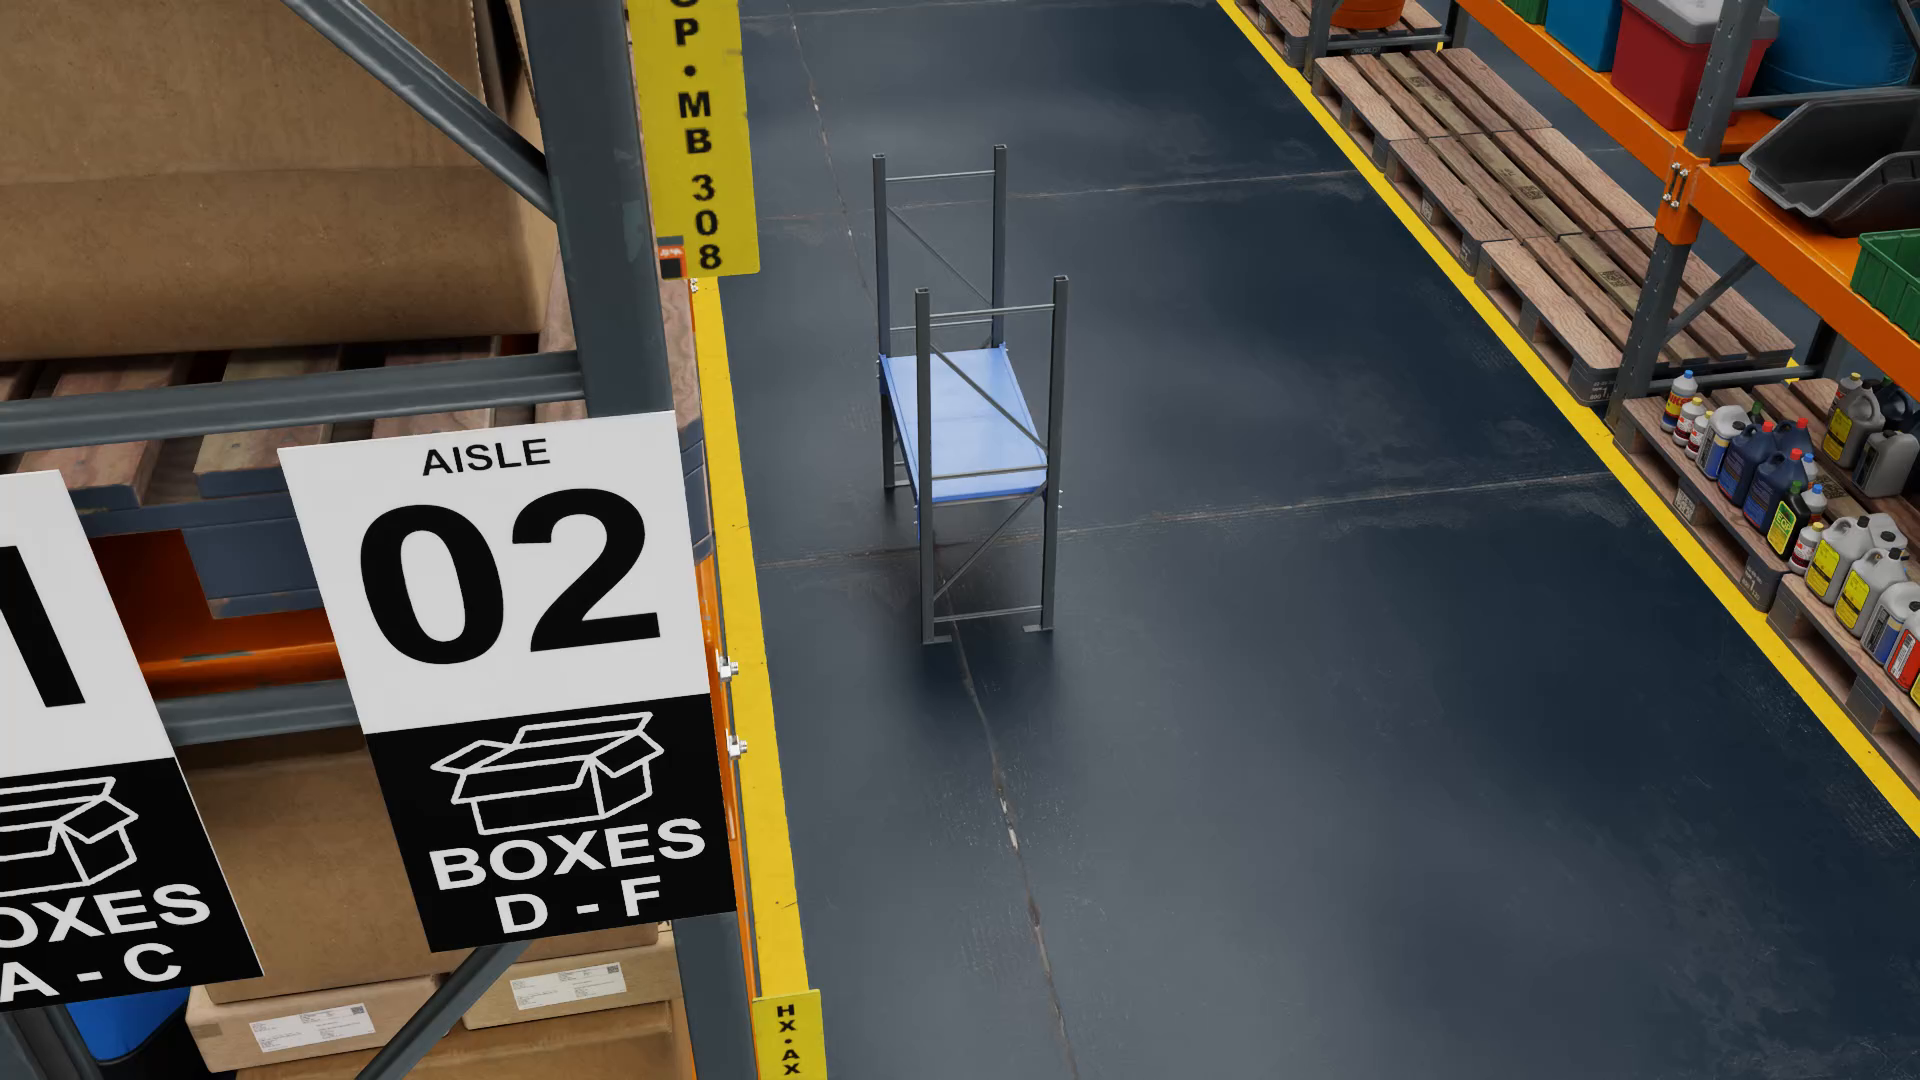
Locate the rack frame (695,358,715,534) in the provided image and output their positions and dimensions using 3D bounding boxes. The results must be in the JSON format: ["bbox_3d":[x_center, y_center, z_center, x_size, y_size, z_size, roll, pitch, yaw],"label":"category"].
[{"bbox_3d":[-1.502,-1.197,5.845,1.000,3.000,0.127,-6,38,-8],"label":"rack frame"}]

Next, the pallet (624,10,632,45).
[{"bbox_3d":[-1.117,-1.099,3.346,1.003,0.211,1.213,-6,38,-8],"label":"pallet"}]

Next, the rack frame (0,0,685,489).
[{"bbox_3d":[-0.801,-1.150,0.895,1.000,3.000,0.127,-6,38,-8],"label":"rack frame"}]

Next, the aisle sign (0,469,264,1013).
[{"bbox_3d":[-1.079,0.264,1.846,0.394,0.787,0.004,-6,38,-8],"label":"aisle sign"}]

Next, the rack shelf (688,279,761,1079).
[{"bbox_3d":[-1.152,0.295,4.511,1.077,0.370,4.000,-6,38,-8],"label":"rack shelf"}]

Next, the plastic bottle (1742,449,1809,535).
[{"bbox_3d":[3.141,-0.209,6.374,0.144,0.351,0.185,-8,39,-10],"label":"plastic bottle"}]

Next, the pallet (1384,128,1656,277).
[{"bbox_3d":[2.982,-1.835,8.939,1.003,0.211,1.213,-6,38,-8],"label":"pallet"}]

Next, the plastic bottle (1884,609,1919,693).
[{"bbox_3d":[3.305,0.373,5.686,0.152,0.276,0.135,-6,38,-8],"label":"plastic bottle"}]

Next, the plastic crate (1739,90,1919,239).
[{"bbox_3d":[3.341,-1.373,6.123,0.767,0.338,0.504,-6,38,-8],"label":"plastic crate"}]

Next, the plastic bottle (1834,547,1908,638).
[{"bbox_3d":[3.248,0.160,5.899,0.144,0.351,0.185,-5,38,-6],"label":"plastic bottle"}]

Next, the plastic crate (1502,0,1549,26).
[{"bbox_3d":[2.792,-2.665,7.908,0.450,0.188,0.662,-6,38,-8],"label":"plastic crate"}]

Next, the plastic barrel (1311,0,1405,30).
[{"bbox_3d":[2.571,-3.746,10.553,0.600,0.830,0.708,-6,38,-8],"label":"plastic barrel"}]

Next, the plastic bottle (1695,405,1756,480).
[{"bbox_3d":[3.083,-0.393,6.673,0.152,0.276,0.135,-5,38,-6],"label":"plastic bottle"}]

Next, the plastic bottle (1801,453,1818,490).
[{"bbox_3d":[3.252,-0.217,6.449,0.097,0.271,0.097,0,38,0],"label":"plastic bottle"}]

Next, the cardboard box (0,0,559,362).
[{"bbox_3d":[-0.898,-0.575,2.059,0.797,0.503,0.637,-4,38,-5],"label":"cardboard box"}]

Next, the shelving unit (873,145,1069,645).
[{"bbox_3d":[0.015,-0.541,6.224,0.538,1.500,1.048,-6,38,-8],"label":"shelving unit"}]

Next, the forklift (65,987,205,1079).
[{"bbox_3d":[-3.380,-0.184,4.597,3.031,2.935,1.130,17,41,20],"label":"forklift"}]

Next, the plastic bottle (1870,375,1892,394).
[{"bbox_3d":[3.784,-0.573,6.898,0.061,0.283,0.133,-4,38,-6],"label":"plastic bottle"}]

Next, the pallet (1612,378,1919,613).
[{"bbox_3d":[3.452,-0.216,6.856,1.003,0.211,1.213,-6,38,-8],"label":"pallet"}]

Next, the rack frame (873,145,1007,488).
[{"bbox_3d":[-0.074,-0.848,6.619,0.500,1.500,0.032,-6,38,-8],"label":"rack frame"}]

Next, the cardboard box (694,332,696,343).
[{"bbox_3d":[-1.412,-1.078,7.134,0.500,0.311,0.500,-7,38,-8],"label":"cardboard box"}]

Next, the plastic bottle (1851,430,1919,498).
[{"bbox_3d":[3.664,-0.320,6.579,0.152,0.276,0.135,-6,38,-8],"label":"plastic bottle"}]

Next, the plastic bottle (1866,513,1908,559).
[{"bbox_3d":[3.357,0.046,6.107,0.152,0.276,0.135,-6,38,-8],"label":"plastic bottle"}]

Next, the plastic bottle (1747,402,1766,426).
[{"bbox_3d":[3.188,-0.408,6.686,0.061,0.283,0.133,-6,38,-8],"label":"plastic bottle"}]

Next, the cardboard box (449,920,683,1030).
[{"bbox_3d":[-0.658,0.663,2.841,0.380,0.149,0.250,-6,38,-8],"label":"cardboard box"}]

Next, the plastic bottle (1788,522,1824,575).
[{"bbox_3d":[3.168,0.024,6.197,0.097,0.201,0.097,0,38,0],"label":"plastic bottle"}]

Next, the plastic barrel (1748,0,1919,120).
[{"bbox_3d":[3.605,-2.191,6.717,0.600,0.901,0.708,-6,38,-8],"label":"plastic barrel"}]

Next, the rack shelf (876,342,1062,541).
[{"bbox_3d":[0.015,-0.399,6.334,0.538,0.185,1.000,-6,38,-8],"label":"rack shelf"}]

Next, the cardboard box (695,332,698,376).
[{"bbox_3d":[-1.417,-0.856,7.306,0.500,0.250,0.500,-5,38,-7],"label":"cardboard box"}]

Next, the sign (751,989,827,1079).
[{"bbox_3d":[-0.254,0.790,2.518,0.100,0.325,0.005,-6,38,-8],"label":"sign"}]

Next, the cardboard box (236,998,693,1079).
[{"bbox_3d":[-0.870,0.896,3.070,0.700,0.500,0.500,-6,38,-8],"label":"cardboard box"}]

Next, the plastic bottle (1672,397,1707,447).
[{"bbox_3d":[3.017,-0.495,6.864,0.097,0.201,0.097,0,38,0],"label":"plastic bottle"}]

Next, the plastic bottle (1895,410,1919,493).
[{"bbox_3d":[3.805,-0.381,6.596,0.144,0.351,0.185,-8,39,-10],"label":"plastic bottle"}]

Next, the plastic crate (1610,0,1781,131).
[{"bbox_3d":[2.989,-2.012,6.843,0.402,0.464,0.583,-6,38,-8],"label":"plastic crate"}]

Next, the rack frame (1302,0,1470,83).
[{"bbox_3d":[2.674,-4.143,9.638,1.000,3.000,0.127,-6,38,-8],"label":"rack frame"}]

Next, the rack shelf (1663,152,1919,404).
[{"bbox_3d":[3.726,-0.235,5.194,1.077,0.370,4.000,-6,38,-8],"label":"rack shelf"}]
